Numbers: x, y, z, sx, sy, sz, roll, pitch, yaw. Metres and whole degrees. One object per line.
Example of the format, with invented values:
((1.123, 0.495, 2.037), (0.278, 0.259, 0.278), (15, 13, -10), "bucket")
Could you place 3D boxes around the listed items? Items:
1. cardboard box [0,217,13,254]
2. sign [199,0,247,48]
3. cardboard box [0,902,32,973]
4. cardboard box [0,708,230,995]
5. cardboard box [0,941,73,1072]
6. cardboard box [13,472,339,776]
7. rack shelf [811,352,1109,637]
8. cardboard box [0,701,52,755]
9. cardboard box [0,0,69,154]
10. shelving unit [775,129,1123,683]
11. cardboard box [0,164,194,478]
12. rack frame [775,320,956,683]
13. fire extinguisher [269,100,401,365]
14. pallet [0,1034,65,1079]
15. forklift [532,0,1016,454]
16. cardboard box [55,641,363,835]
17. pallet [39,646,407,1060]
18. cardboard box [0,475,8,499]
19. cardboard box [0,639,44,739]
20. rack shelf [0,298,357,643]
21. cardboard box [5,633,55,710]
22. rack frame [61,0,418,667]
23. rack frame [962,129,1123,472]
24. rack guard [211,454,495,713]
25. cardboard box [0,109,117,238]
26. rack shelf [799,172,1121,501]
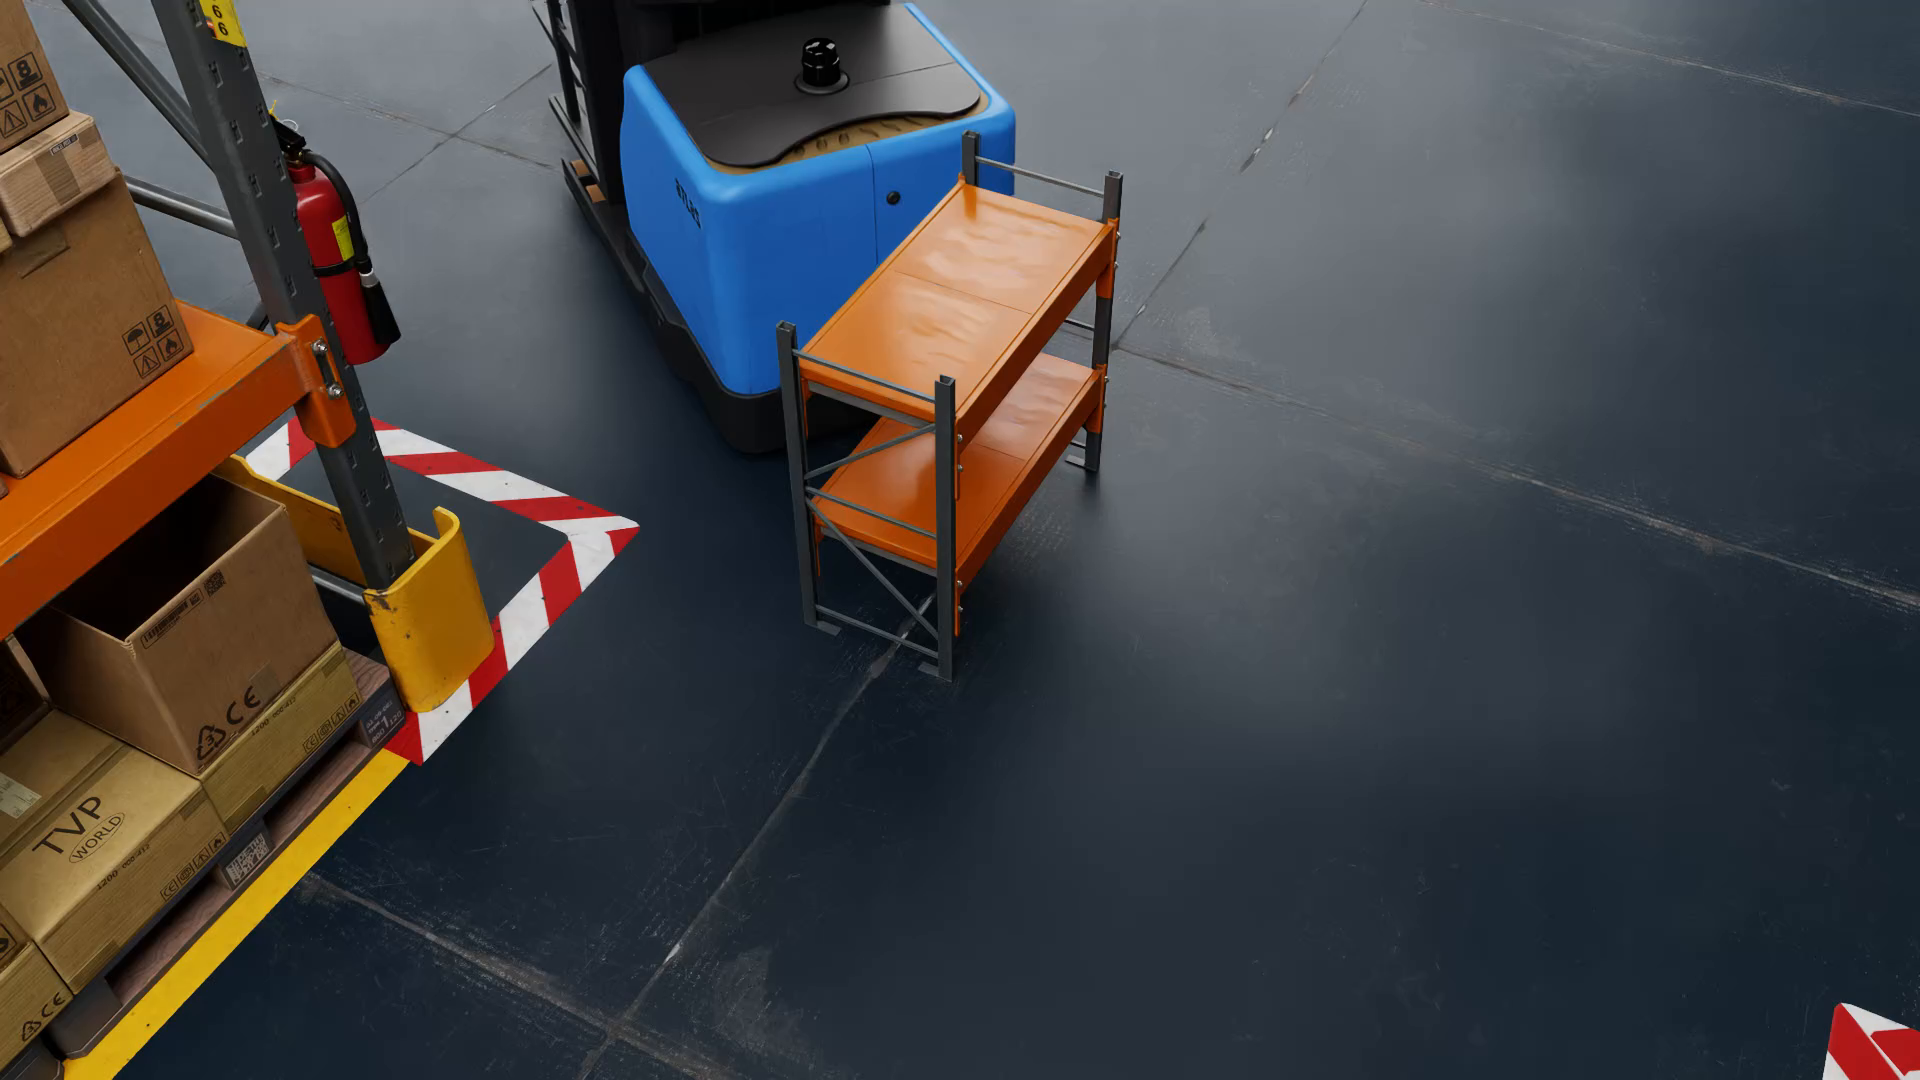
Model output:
((-2.096, -0.623, 3.230), (0.380, 0.149, 0.250), (22, 49, 20), "cardboard box")
((-1.493, -1.131, 3.278), (0.100, 0.325, 0.005), (20, 49, 19), "sign")
((-2.404, 0.798, 3.463), (0.500, 0.500, 0.500), (20, 49, 19), "cardboard box")
((-2.176, 0.745, 4.043), (0.500, 0.250, 0.500), (20, 49, 19), "cardboard box")
((-2.406, 1.060, 3.731), (0.500, 0.250, 0.500), (20, 49, 19), "cardboard box")
((-1.952, 0.163, 4.091), (0.500, 0.500, 0.500), (20, 49, 19), "cardboard box")
((-0.003, -0.219, 5.020), (0.538, 0.278, 1.000), (20, 49, 19), "rack shelf")
((-2.642, 0.571, 4.215), (0.500, 0.250, 0.500), (20, 49, 19), "cardboard box")
((-2.220, -0.997, 3.144), (0.700, 0.500, 0.500), (21, 49, 19), "cardboard box")
((-0.003, -0.391, 4.846), (0.538, 1.125, 1.048), (20, 49, 19), "shelving unit")
((-2.195, -0.574, 3.638), (0.700, 0.500, 0.500), (20, 49, 19), "cardboard box")
((-0.239, -0.071, 4.529), (0.500, 1.125, 0.032), (20, 49, 19), "rack frame")
((-1.501, -0.723, 3.910), (0.296, 0.674, 0.183), (20, 49, 19), "fire extinguisher")
((-2.852, 1.413, 3.705), (1.003, 0.211, 1.213), (20, 49, 19), "pallet")
((-0.907, -2.367, 5.529), (1.130, 2.935, 3.031), (-19, 48, -18), "forklift")
((-1.954, 0.426, 4.358), (0.500, 0.250, 0.500), (20, 49, 19), "cardboard box")
((-2.285, 0.647, 4.462), (1.003, 0.211, 1.213), (20, 49, 19), "pallet")
((-2.435, -0.241, 3.309), (0.700, 0.500, 0.500), (22, 49, 20), "cardboard box")
((-2.643, 0.307, 3.949), (0.500, 0.500, 0.500), (20, 49, 19), "cardboard box")
((-2.895, 0.684, 2.971), (1.077, 0.370, 4.000), (20, 49, 19), "rack shelf")
((-2.413, 0.255, 4.527), (0.500, 0.250, 0.500), (20, 49, 19), "cardboard box")
((-1.967, -0.829, 3.960), (1.000, 3.000, 0.127), (20, 49, 19), "rack frame")
((0.233, -0.711, 5.162), (0.500, 1.125, 0.032), (20, 49, 19), "rack frame")
((-1.956, 0.035, 4.864), (1.175, 0.500, 0.348), (20, 49, 19), "rack guard")
((-1.976, -0.788, 3.394), (0.380, 0.149, 0.250), (20, 49, 18), "cardboard box")
((-0.003, -0.597, 4.638), (0.538, 0.278, 1.000), (20, 49, 19), "rack shelf")
